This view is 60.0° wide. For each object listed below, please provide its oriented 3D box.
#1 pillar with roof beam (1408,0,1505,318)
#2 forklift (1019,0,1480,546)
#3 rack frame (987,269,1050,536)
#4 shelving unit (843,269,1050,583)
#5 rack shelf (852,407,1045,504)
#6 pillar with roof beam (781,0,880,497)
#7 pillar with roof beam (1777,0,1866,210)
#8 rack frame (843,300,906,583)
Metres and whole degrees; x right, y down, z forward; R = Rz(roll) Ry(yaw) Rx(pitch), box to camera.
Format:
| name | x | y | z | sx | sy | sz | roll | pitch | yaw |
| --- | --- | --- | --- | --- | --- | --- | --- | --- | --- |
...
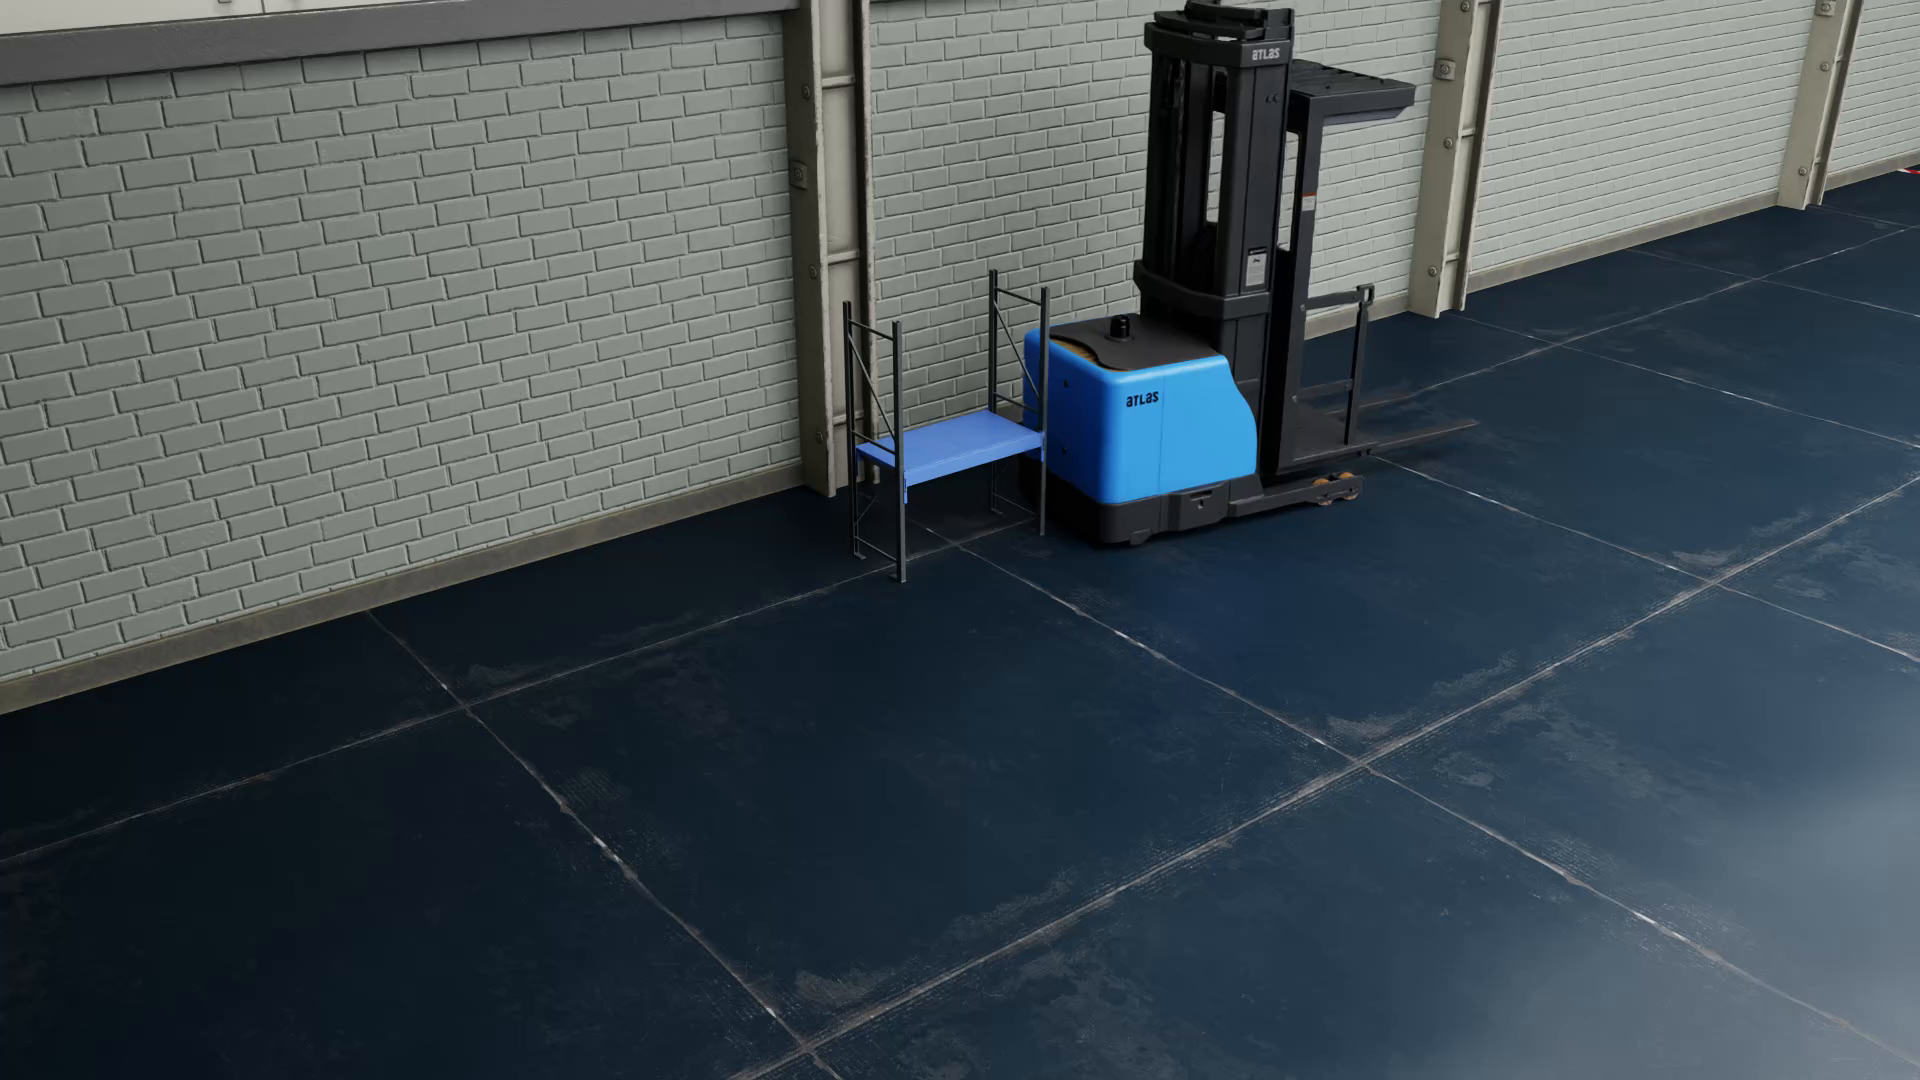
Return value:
| name | x | y | z | sx | sy | sz | roll | pitch | yaw |
| --- | --- | --- | --- | --- | --- | --- | --- | --- | --- |
| pillar with roof beam | 6.624 | -4.581 | 8.930 | 0.400 | 9.000 | 9.100 | -18 | 31 | -34 |
| forklift | 1.913 | -1.721 | 9.978 | 3.031 | 2.935 | 1.130 | -13 | 28 | -25 |
| rack frame | 0.333 | -0.790 | 9.671 | 0.032 | 1.500 | 0.500 | -18 | 31 | -34 |
| shelving unit | -0.067 | -0.658 | 9.387 | 1.048 | 1.500 | 0.538 | -18 | 31 | -34 |
| rack shelf | -0.067 | -0.495 | 9.462 | 1.000 | 0.185 | 0.538 | -18 | 31 | -34 |
| pillar with roof beam | 1.902 | -3.022 | 5.572 | 0.400 | 9.000 | 9.100 | -18 | 31 | -34 |
| pillar with roof beam | 11.345 | -6.139 | 12.289 | 0.400 | 9.000 | 9.100 | -18 | 31 | -34 |
| rack frame | -0.467 | -0.526 | 9.102 | 0.032 | 1.500 | 0.500 | -18 | 31 | -34 |
